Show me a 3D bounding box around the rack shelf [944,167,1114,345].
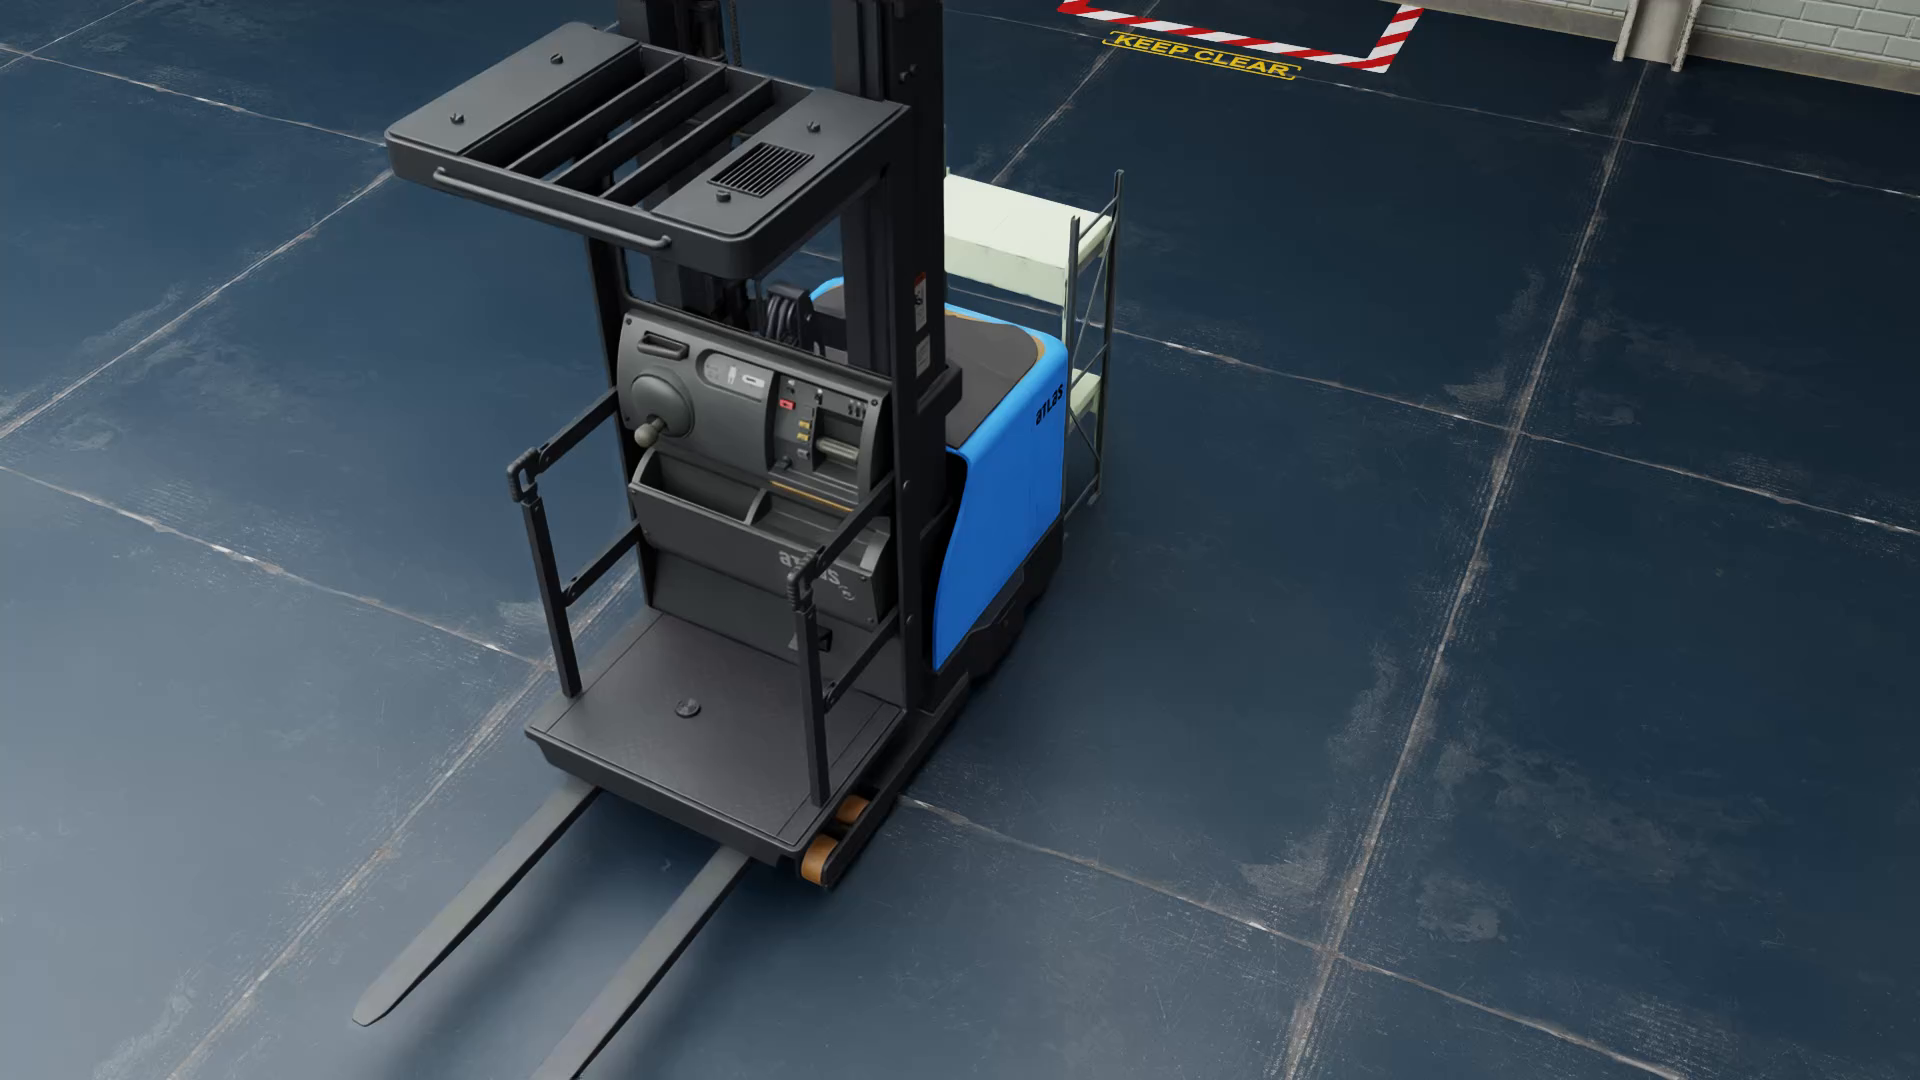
[{"bbox_3d":[0.165,-1.063,6.235,0.720,0.370,0.431,20,45,21],"label":"rack shelf"}]

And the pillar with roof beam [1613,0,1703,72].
[{"bbox_3d":[2.397,-3.805,4.269,0.400,9.000,9.100,17,44,19],"label":"pillar with roof beam"}]

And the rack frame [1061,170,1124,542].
[{"bbox_3d":[0.486,-0.653,6.358,0.023,1.500,0.400,20,45,21],"label":"rack frame"}]

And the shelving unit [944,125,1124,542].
[{"bbox_3d":[0.165,-0.768,6.490,0.755,1.500,0.431,20,45,21],"label":"shelving unit"}]

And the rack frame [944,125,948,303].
[{"bbox_3d":[-0.156,-0.883,6.623,0.023,1.500,0.400,20,45,21],"label":"rack frame"}]

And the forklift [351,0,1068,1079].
[{"bbox_3d":[-0.746,-0.320,4.881,1.130,2.935,3.031,20,45,21],"label":"forklift"}]

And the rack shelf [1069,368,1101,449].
[{"bbox_3d":[0.165,-0.521,6.704,0.720,0.370,0.431,20,45,21],"label":"rack shelf"}]
